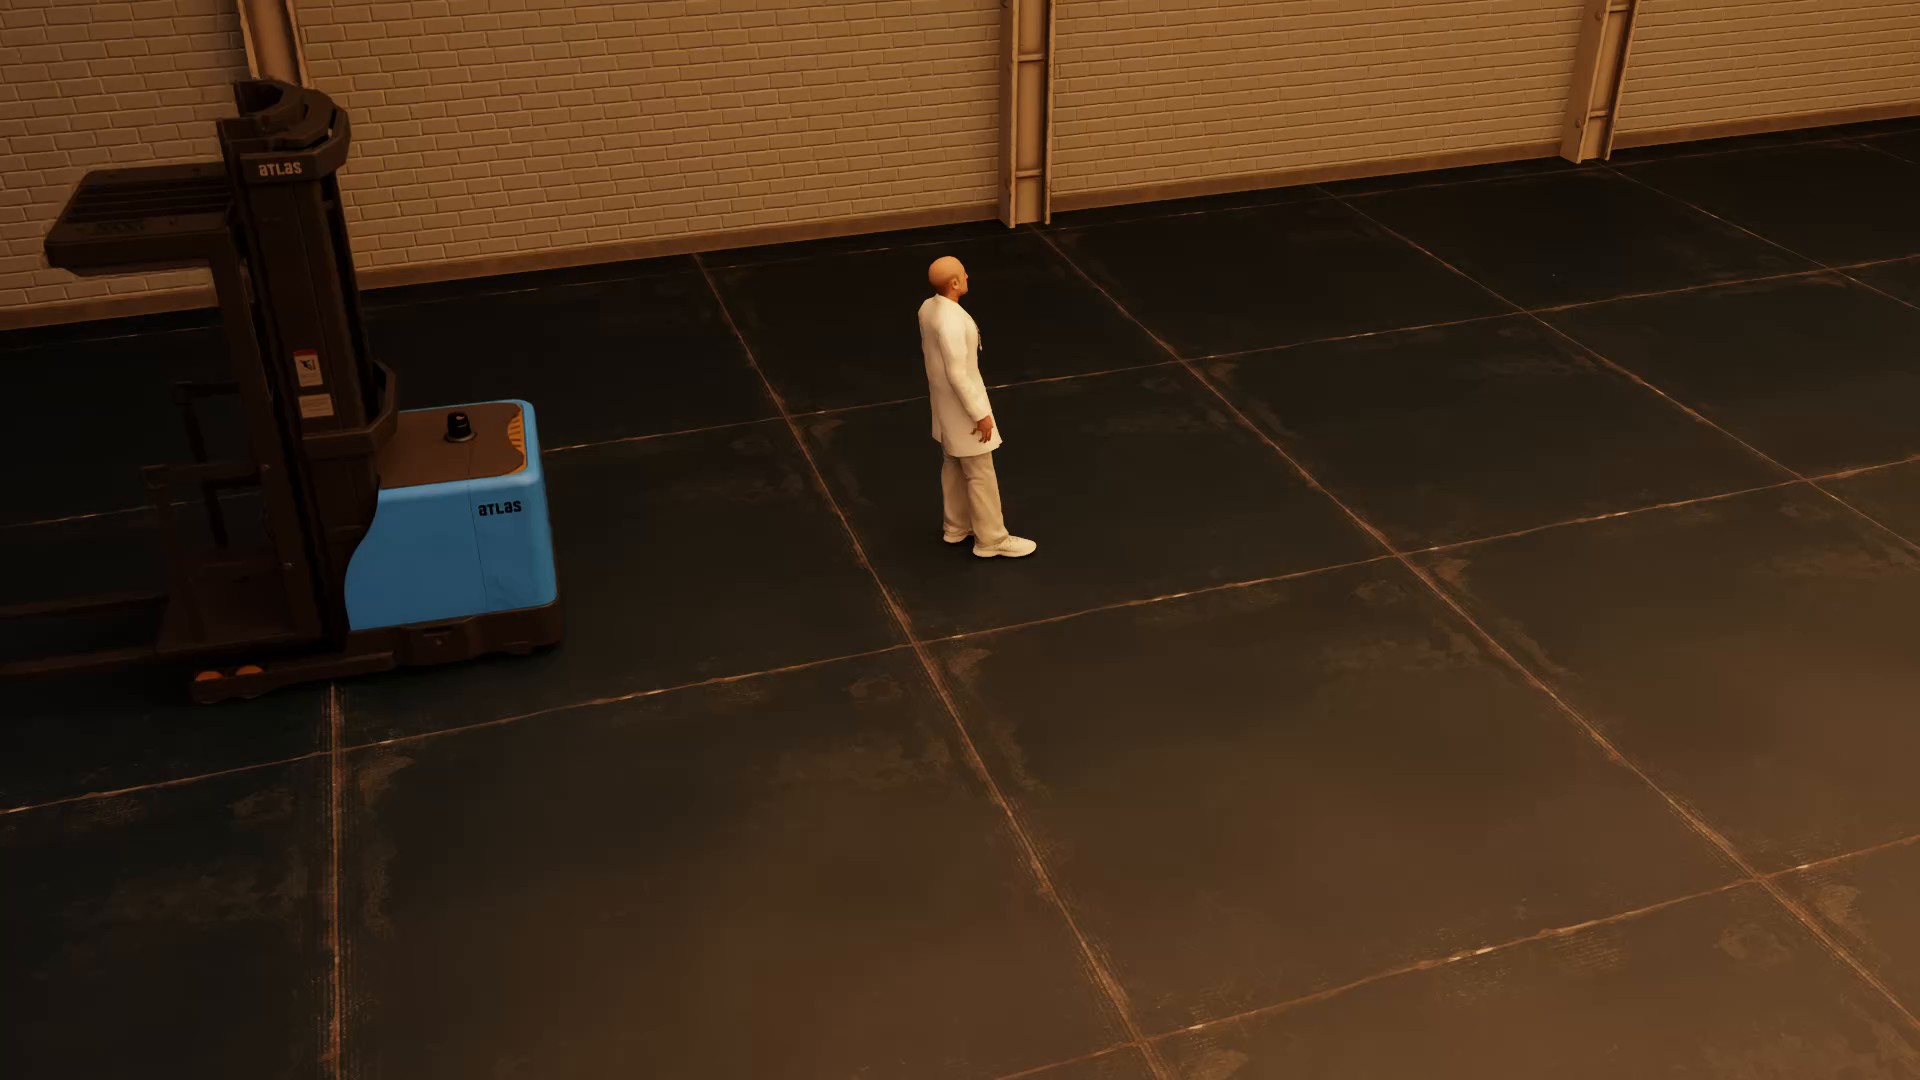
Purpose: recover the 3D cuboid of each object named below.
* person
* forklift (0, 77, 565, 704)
[{"bbox_3d":[0.087,-0.789,9.600,0.581,1.776,0.696,-10,31,-16],"label":"person"},{"bbox_3d":[-3.712,-0.718,8.335,3.031,2.935,1.130,-8,31,-13],"label":"forklift"}]
